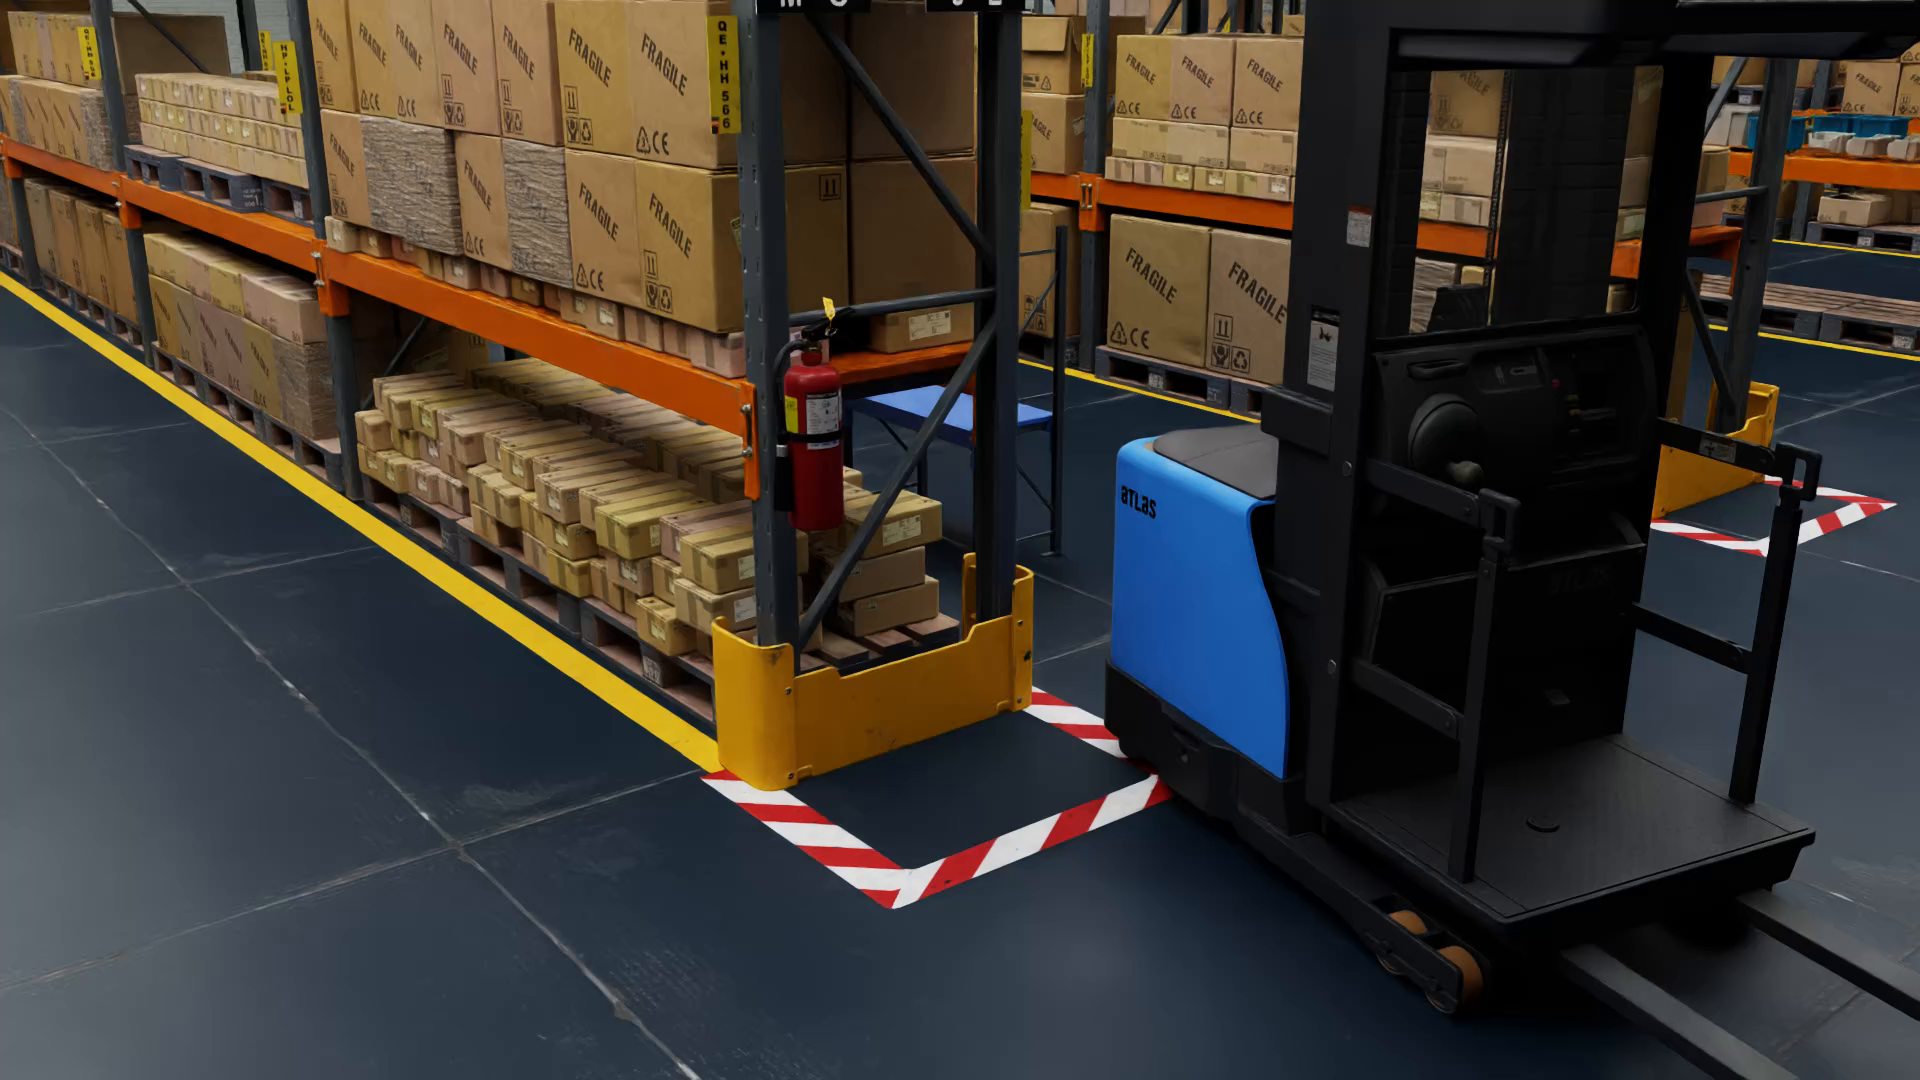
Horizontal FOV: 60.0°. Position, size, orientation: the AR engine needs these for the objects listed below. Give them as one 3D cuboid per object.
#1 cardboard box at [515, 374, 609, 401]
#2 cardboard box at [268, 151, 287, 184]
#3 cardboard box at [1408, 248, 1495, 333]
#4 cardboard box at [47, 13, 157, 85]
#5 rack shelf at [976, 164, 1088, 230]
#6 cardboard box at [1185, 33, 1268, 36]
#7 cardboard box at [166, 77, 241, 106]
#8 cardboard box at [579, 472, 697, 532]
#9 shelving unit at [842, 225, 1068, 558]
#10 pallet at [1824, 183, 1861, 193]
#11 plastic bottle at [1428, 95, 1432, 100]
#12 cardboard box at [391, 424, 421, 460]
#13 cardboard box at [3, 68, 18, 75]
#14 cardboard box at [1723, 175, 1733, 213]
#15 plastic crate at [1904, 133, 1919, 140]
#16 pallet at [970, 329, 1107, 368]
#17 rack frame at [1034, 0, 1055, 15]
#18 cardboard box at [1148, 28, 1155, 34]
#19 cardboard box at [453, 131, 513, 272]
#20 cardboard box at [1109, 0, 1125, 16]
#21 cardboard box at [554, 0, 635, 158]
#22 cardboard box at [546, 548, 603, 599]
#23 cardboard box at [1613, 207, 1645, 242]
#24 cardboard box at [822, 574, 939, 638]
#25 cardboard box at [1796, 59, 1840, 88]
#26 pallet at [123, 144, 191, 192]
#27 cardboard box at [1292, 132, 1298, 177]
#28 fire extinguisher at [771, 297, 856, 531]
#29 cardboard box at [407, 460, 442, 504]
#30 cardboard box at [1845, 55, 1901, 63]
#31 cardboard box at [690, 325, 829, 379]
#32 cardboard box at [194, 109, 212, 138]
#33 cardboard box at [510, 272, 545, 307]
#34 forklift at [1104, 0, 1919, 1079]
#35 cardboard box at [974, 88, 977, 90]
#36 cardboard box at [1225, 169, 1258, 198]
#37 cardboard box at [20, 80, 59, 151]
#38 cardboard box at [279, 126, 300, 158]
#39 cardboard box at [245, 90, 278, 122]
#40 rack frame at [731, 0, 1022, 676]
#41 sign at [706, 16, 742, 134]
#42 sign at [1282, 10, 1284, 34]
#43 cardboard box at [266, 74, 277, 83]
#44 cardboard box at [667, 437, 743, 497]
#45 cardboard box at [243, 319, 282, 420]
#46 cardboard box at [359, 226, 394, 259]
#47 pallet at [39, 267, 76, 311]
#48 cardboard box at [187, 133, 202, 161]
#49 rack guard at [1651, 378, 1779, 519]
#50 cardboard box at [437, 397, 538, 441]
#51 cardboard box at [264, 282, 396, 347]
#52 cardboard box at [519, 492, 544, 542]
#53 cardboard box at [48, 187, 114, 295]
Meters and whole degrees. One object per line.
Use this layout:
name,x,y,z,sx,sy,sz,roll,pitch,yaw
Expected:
cardboard box,-1.938,-0.699,8.122,0.380,0.149,0.250,-14,23,-37
cardboard box,-3.430,-1.988,8.825,0.380,0.149,0.250,-14,23,-36
cardboard box,2.696,-1.237,9.539,0.875,0.875,0.875,-14,23,-36
cardboard box,-6.420,-3.719,12.573,0.700,0.500,0.500,-14,23,-37
rack shelf,-0.004,-2.817,12.743,1.077,0.370,4.000,-14,23,-36
cardboard box,1.733,-3.031,10.816,0.500,0.500,0.500,-13,22,-35
cardboard box,-4.580,-2.727,10.110,0.380,0.149,0.250,-15,24,-38
cardboard box,-1.239,-0.135,6.418,0.380,0.149,0.250,-15,24,-38
shelving unit,-0.053,-0.733,7.690,0.538,1.500,1.048,-14,23,-36
pallet,11.587,-4.719,21.777,1.003,0.211,1.213,-14,23,-36
plastic bottle,4.413,-4.047,15.511,0.152,0.276,0.135,-14,23,-36
cardboard box,-2.511,-0.513,8.034,0.380,0.149,0.250,-14,23,-36
cardboard box,-7.919,-3.854,14.490,0.875,0.550,0.550,-14,23,-36
cardboard box,8.174,-3.810,17.872,0.500,0.500,0.500,-14,23,-36
plastic crate,7.153,-2.938,12.286,0.250,0.136,0.298,-14,23,-36
pallet,0.700,-1.517,12.109,1.003,0.211,1.213,-14,23,-36
rack frame,1.555,-7.555,25.907,1.000,3.000,0.127,-14,23,-36
cardboard box,2.915,-7.263,23.835,0.380,0.149,0.250,-13,22,-35
cardboard box,-1.650,-1.362,6.572,0.500,0.500,0.500,-13,22,-33
cardboard box,2.512,-7.835,24.531,0.700,0.500,0.500,-14,23,-36
cardboard box,-1.023,-1.589,5.668,0.500,0.500,0.500,-15,23,-38
cardboard box,-1.426,0.094,6.675,0.380,0.149,0.250,-15,24,-38
cardboard box,3.242,-1.584,8.275,0.380,0.149,0.250,-13,23,-35
cardboard box,-0.304,0.225,6.277,0.380,0.149,0.250,-13,23,-35
cardboard box,8.887,-5.005,17.380,0.500,0.500,0.700,11,21,30
pallet,-4.671,-2.462,10.832,1.213,0.211,1.003,-14,23,-36
cardboard box,2.255,-2.196,9.487,0.500,0.250,0.500,-14,23,-36
fire extinguisher,-0.435,-0.371,4.928,0.296,0.674,0.183,-14,23,-36
cardboard box,-2.378,-0.299,7.862,0.380,0.149,0.250,-14,23,-36
cardboard box,9.078,-4.949,16.288,0.500,0.500,0.500,-13,22,-35
cardboard box,-0.653,-0.643,5.432,0.380,0.149,0.250,-14,23,-36
cardboard box,-4.253,-2.454,9.761,0.380,0.149,0.250,-14,23,-37
cardboard box,-1.562,-1.040,6.630,0.380,0.149,0.250,-13,23,-35
forklift,1.583,-0.345,4.241,1.130,2.935,3.031,-9,20,-24
cardboard box,0.102,-3.026,12.070,0.500,0.500,0.500,-14,23,-37
cardboard box,1.812,-2.152,9.988,0.380,0.149,0.250,-14,23,-37
cardboard box,-6.942,-3.311,12.932,0.500,0.500,0.500,-14,23,-36
cardboard box,-3.279,-2.068,8.595,0.380,0.149,0.250,-14,23,-36
cardboard box,-3.605,-2.341,8.945,0.380,0.149,0.250,-14,23,-36
rack frame,-0.229,-0.737,5.316,1.000,3.000,0.127,-14,23,-36
sign,-0.677,-1.333,4.772,0.100,0.325,0.005,-14,23,-36
sign,4.458,-7.190,23.088,0.100,0.325,0.005,-14,23,-36
cardboard box,-4.216,-2.913,10.672,0.380,0.149,0.250,-13,22,-34
cardboard box,-0.994,-0.307,6.940,0.380,0.149,0.250,-13,22,-34
cardboard box,-3.688,-0.995,9.404,0.500,0.500,0.500,-15,23,-37
cardboard box,-2.575,-1.421,7.780,0.380,0.149,0.250,-13,22,-35
pallet,-7.142,-2.195,14.155,1.003,0.211,1.213,-14,23,-36
cardboard box,-4.407,-2.375,9.994,0.380,0.149,0.250,-13,22,-34
rack guard,3.736,-0.488,8.540,1.175,0.500,0.348,-14,23,-36
cardboard box,-2.162,-0.534,7.623,0.380,0.149,0.250,-15,23,-38
cardboard box,-3.374,-1.226,8.907,0.500,0.250,0.500,-15,23,-38
cardboard box,-1.581,-0.118,6.841,0.380,0.149,0.250,-13,22,-33
cardboard box,-6.628,-2.451,13.405,1.050,0.750,0.750,-14,23,-36
